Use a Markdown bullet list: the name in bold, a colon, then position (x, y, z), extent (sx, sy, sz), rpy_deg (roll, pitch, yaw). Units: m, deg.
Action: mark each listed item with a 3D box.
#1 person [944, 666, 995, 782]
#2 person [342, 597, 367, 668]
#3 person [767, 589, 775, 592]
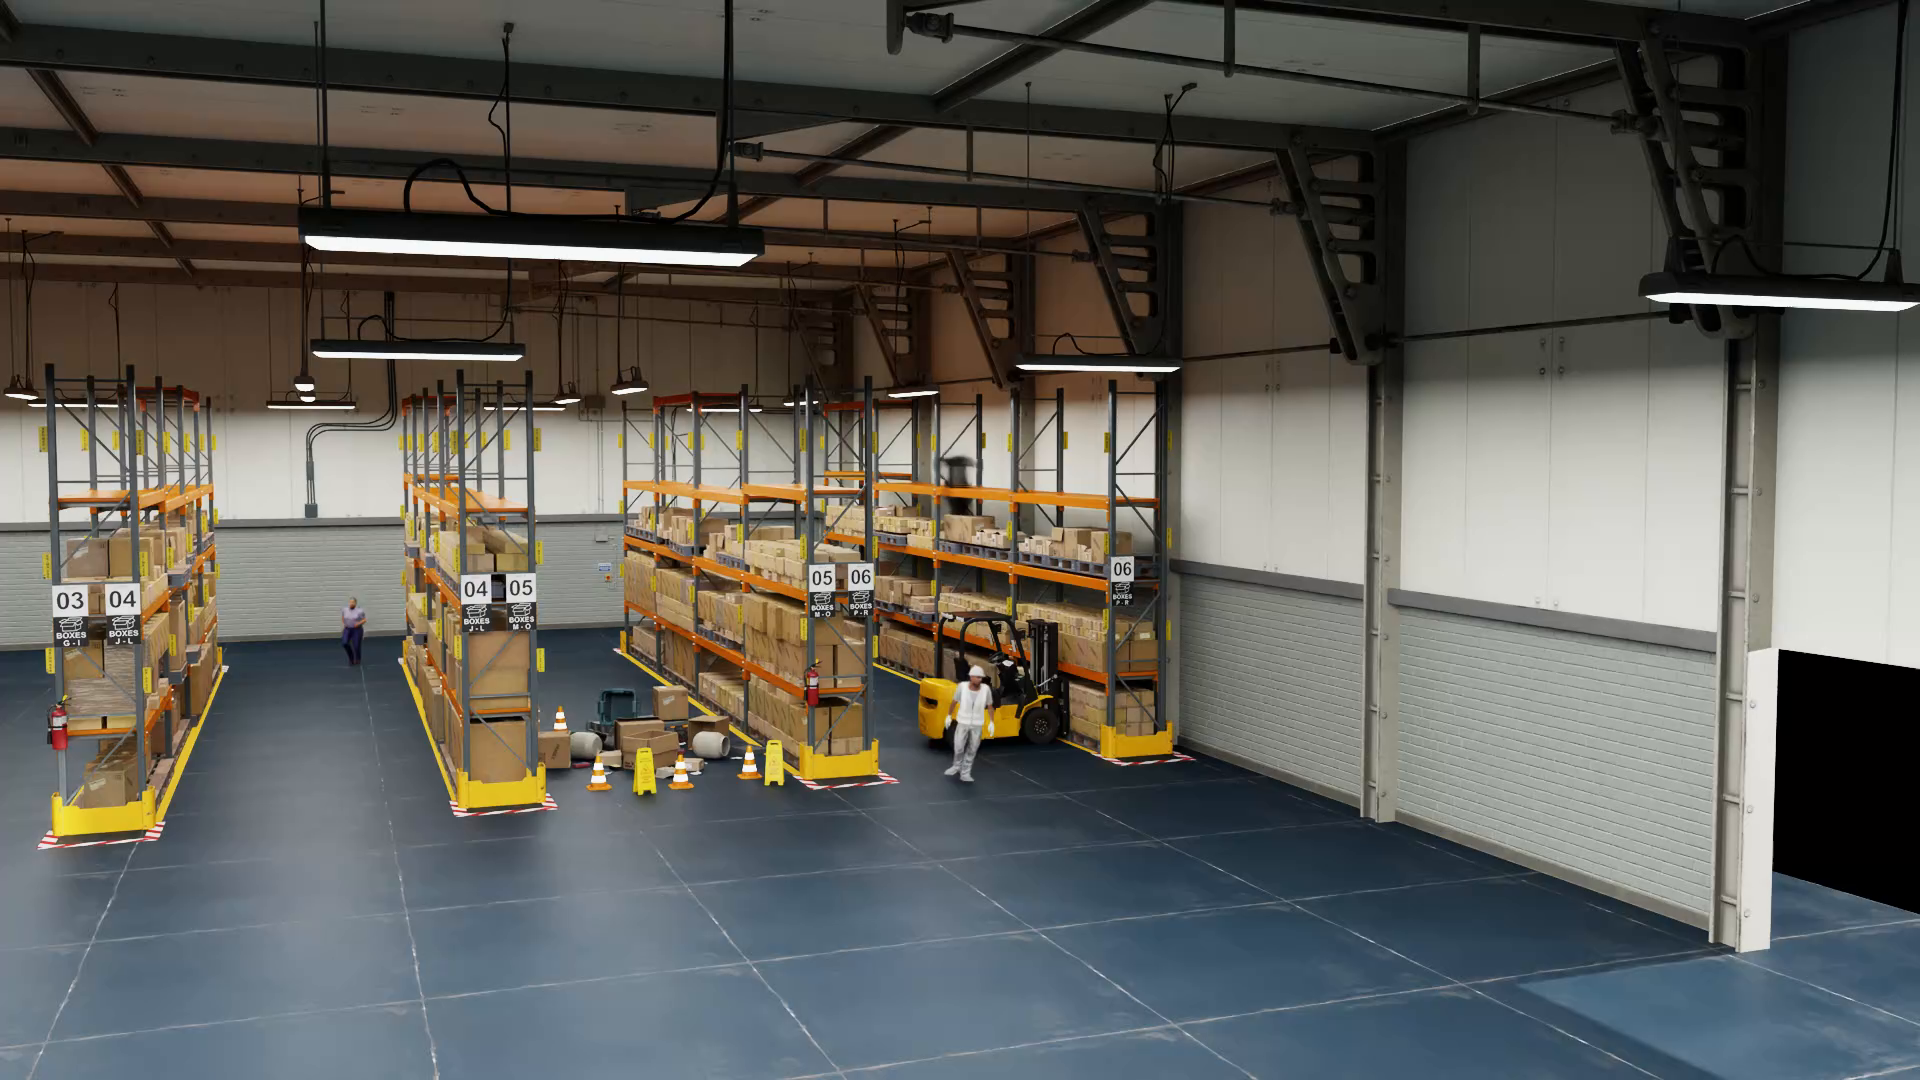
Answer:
- **person**: position (0.141, 2.704, 24.477), extent (0.702, 1.743, 0.597), rpy_deg (-1, 3, -9)
- **person**: position (-13.568, 2.058, 37.249), extent (0.570, 1.588, 0.823), rpy_deg (0, 3, -8)
- **person**: position (-4.719, 1.694, 42.013), extent (0.827, 1.730, 0.660), rpy_deg (-2, 4, -33)
